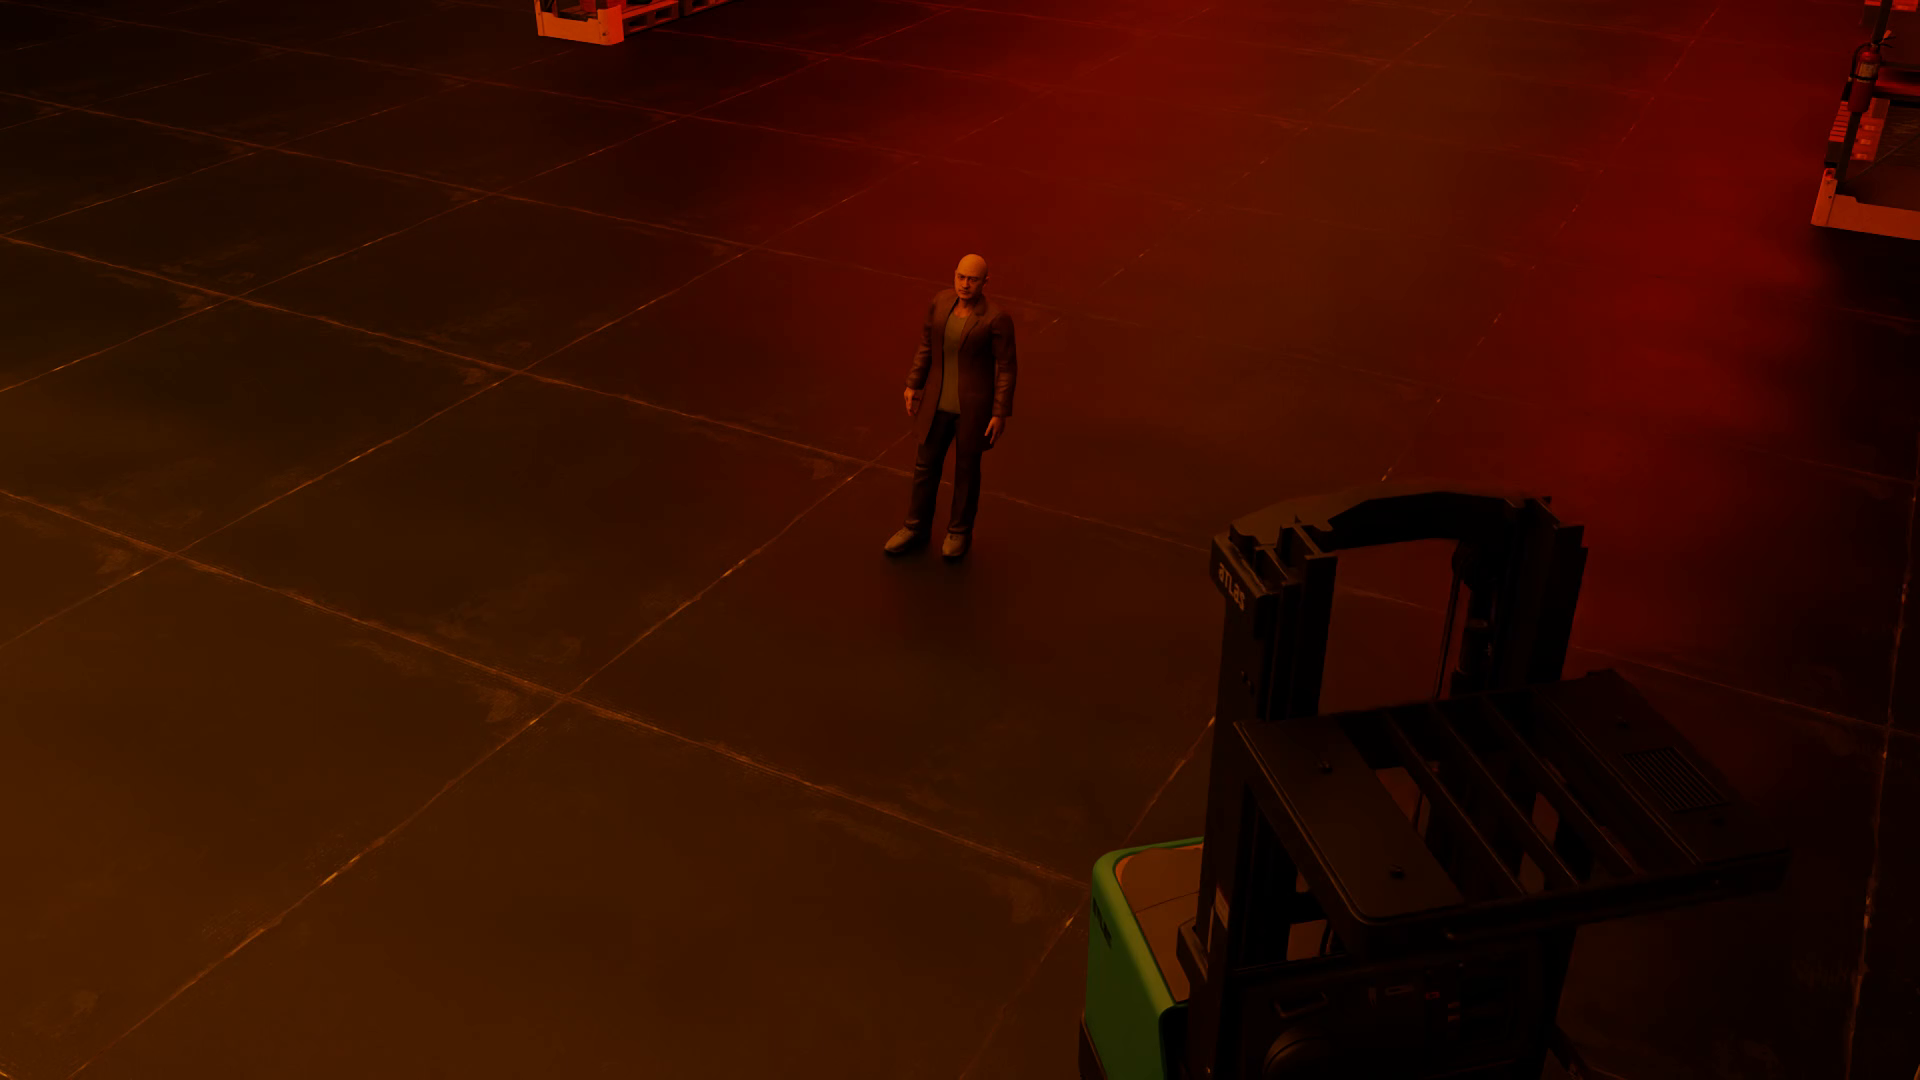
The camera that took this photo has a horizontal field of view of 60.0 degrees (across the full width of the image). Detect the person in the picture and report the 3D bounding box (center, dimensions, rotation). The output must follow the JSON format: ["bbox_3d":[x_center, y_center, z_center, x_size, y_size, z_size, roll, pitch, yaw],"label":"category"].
[{"bbox_3d":[-0.048,-0.738,9.488,0.696,1.776,0.582,15,33,25],"label":"person"}]

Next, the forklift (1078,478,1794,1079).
[{"bbox_3d":[1.289,1.437,4.581,1.130,2.935,3.031,-7,31,-11],"label":"forklift"}]
